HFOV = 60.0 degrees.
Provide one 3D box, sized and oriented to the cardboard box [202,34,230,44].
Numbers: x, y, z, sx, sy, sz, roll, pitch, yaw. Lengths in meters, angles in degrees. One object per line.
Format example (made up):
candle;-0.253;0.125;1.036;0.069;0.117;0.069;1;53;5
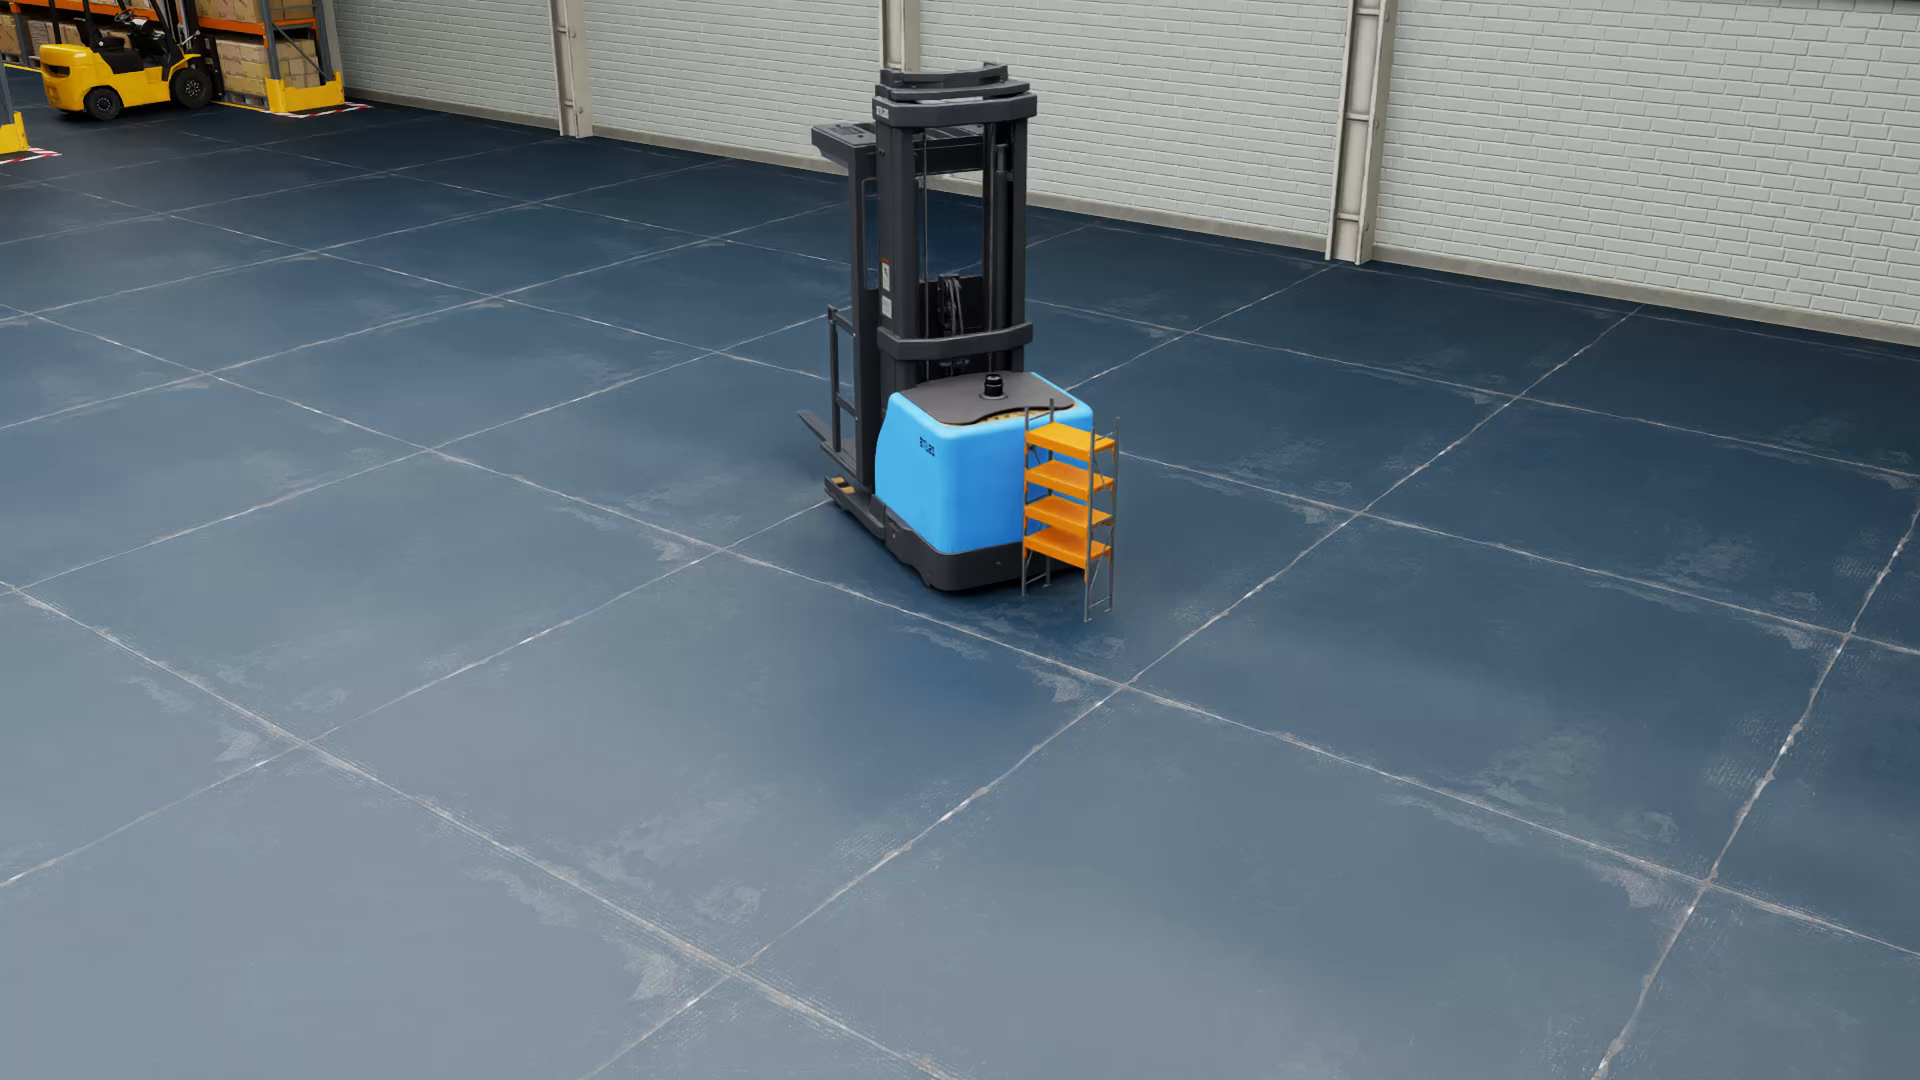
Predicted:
cardboard box;-12.092;-7.980;26.792;0.500;0.250;0.500;16;28;32

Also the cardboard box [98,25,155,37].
cardboard box;-14.555;-8.598;28.969;0.625;0.625;0.875;16;29;33

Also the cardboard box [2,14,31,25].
cardboard box;-17.262;-9.530;30.435;0.250;0.149;0.380;15;28;31

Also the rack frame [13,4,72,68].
rack frame;-16.715;-10.147;30.061;0.127;3.000;1.000;17;29;33

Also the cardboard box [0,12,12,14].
cardboard box;-17.684;-9.664;30.739;0.250;0.149;0.380;16;28;32

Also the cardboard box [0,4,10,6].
cardboard box;-18.387;-10.165;31.874;0.250;0.149;0.380;17;29;34

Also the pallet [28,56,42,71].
pallet;-16.080;-8.660;30.142;1.213;0.211;1.003;17;29;33

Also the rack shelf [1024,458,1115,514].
rack shelf;0.634;-0.315;9.590;0.480;0.148;0.258;21;31;39

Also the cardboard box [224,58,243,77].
cardboard box;-11.286;-7.517;26.360;0.500;0.250;0.500;16;29;33

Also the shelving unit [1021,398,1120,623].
shelving unit;0.634;-0.172;9.653;0.503;1.200;0.258;21;31;39

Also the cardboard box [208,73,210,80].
cardboard box;-12.096;-7.524;26.996;0.500;0.250;0.500;18;29;35

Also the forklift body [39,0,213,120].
forklift body;-12.925;-7.694;25.546;1.214;2.155;2.313;17;29;33

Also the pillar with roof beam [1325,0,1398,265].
pillar with roof beam;1.491;-5.676;12.471;0.400;9.000;9.100;17;29;33

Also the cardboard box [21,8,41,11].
cardboard box;-17.551;-9.922;31.324;0.250;0.149;0.380;15;28;31

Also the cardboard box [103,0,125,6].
cardboard box;-14.075;-9.149;27.981;0.500;0.250;0.500;18;29;34

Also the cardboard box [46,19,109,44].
cardboard box;-15.697;-8.942;29.750;0.625;0.625;0.875;18;29;35

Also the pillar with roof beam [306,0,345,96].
pillar with roof beam;-12.912;-10.028;22.350;0.400;9.000;9.100;17;29;33

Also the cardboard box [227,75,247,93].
cardboard box;-11.272;-7.282;26.446;0.500;0.250;0.500;17;29;33

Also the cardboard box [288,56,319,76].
cardboard box;-10.566;-7.556;26.449;0.500;0.250;0.500;17;29;34

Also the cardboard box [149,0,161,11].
cardboard box;-12.889;-8.914;27.137;0.500;0.500;0.500;17;29;34

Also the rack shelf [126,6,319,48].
rack shelf;-11.914;-8.367;26.913;4.000;0.370;1.077;17;29;33

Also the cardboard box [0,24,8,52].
cardboard box;-17.577;-9.353;30.837;0.500;0.500;0.500;16;29;33

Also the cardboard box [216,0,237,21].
cardboard box;-11.275;-8.421;26.019;0.500;0.500;0.500;18;29;35

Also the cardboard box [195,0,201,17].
cardboard box;-12.094;-8.663;26.568;0.500;0.500;0.500;17;29;34

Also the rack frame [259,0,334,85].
rack frame;-10.314;-8.213;25.670;0.127;3.000;1.000;17;29;33

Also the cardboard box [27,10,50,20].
cardboard box;-17.142;-9.792;31.029;0.250;0.149;0.380;18;29;35

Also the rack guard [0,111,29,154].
rack guard;-13.349;-5.485;22.579;0.348;0.500;1.175;17;29;33

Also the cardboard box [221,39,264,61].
cardboard box;-11.282;-7.737;26.238;0.500;0.250;0.500;17;29;34

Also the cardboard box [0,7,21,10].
cardboard box;-18.013;-10.015;31.534;0.250;0.149;0.380;17;29;34

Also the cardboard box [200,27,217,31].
cardboard box;-12.590;-8.397;27.738;0.500;0.250;0.500;16;29;33

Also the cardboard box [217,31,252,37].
cardboard box;-11.787;-8.152;27.181;0.500;0.250;0.500;16;28;32

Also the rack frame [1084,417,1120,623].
rack frame;0.810;-0.104;9.499;0.015;1.200;0.240;21;31;39

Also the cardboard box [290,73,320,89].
cardboard box;-10.590;-7.329;26.552;0.500;0.250;0.500;17;29;34

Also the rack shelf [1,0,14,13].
rack shelf;-18.316;-10.302;31.303;4.000;0.370;1.077;17;29;33

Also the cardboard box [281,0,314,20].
cardboard box;-10.544;-8.468;26.125;0.500;0.500;0.500;18;29;35

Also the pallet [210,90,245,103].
pallet;-11.923;-7.404;27.291;1.213;0.211;1.003;17;29;33

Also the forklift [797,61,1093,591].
forklift;-0.269;-1.601;10.748;1.130;2.935;3.031;-11;26;-23

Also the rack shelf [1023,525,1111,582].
rack shelf;0.634;0.071;9.760;0.480;0.148;0.258;21;31;39

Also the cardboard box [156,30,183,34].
cardboard box;-12.913;-8.227;27.350;0.500;0.250;0.500;17;29;33

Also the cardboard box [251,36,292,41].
cardboard box;-10.987;-7.901;26.612;0.500;0.250;0.500;17;29;33
